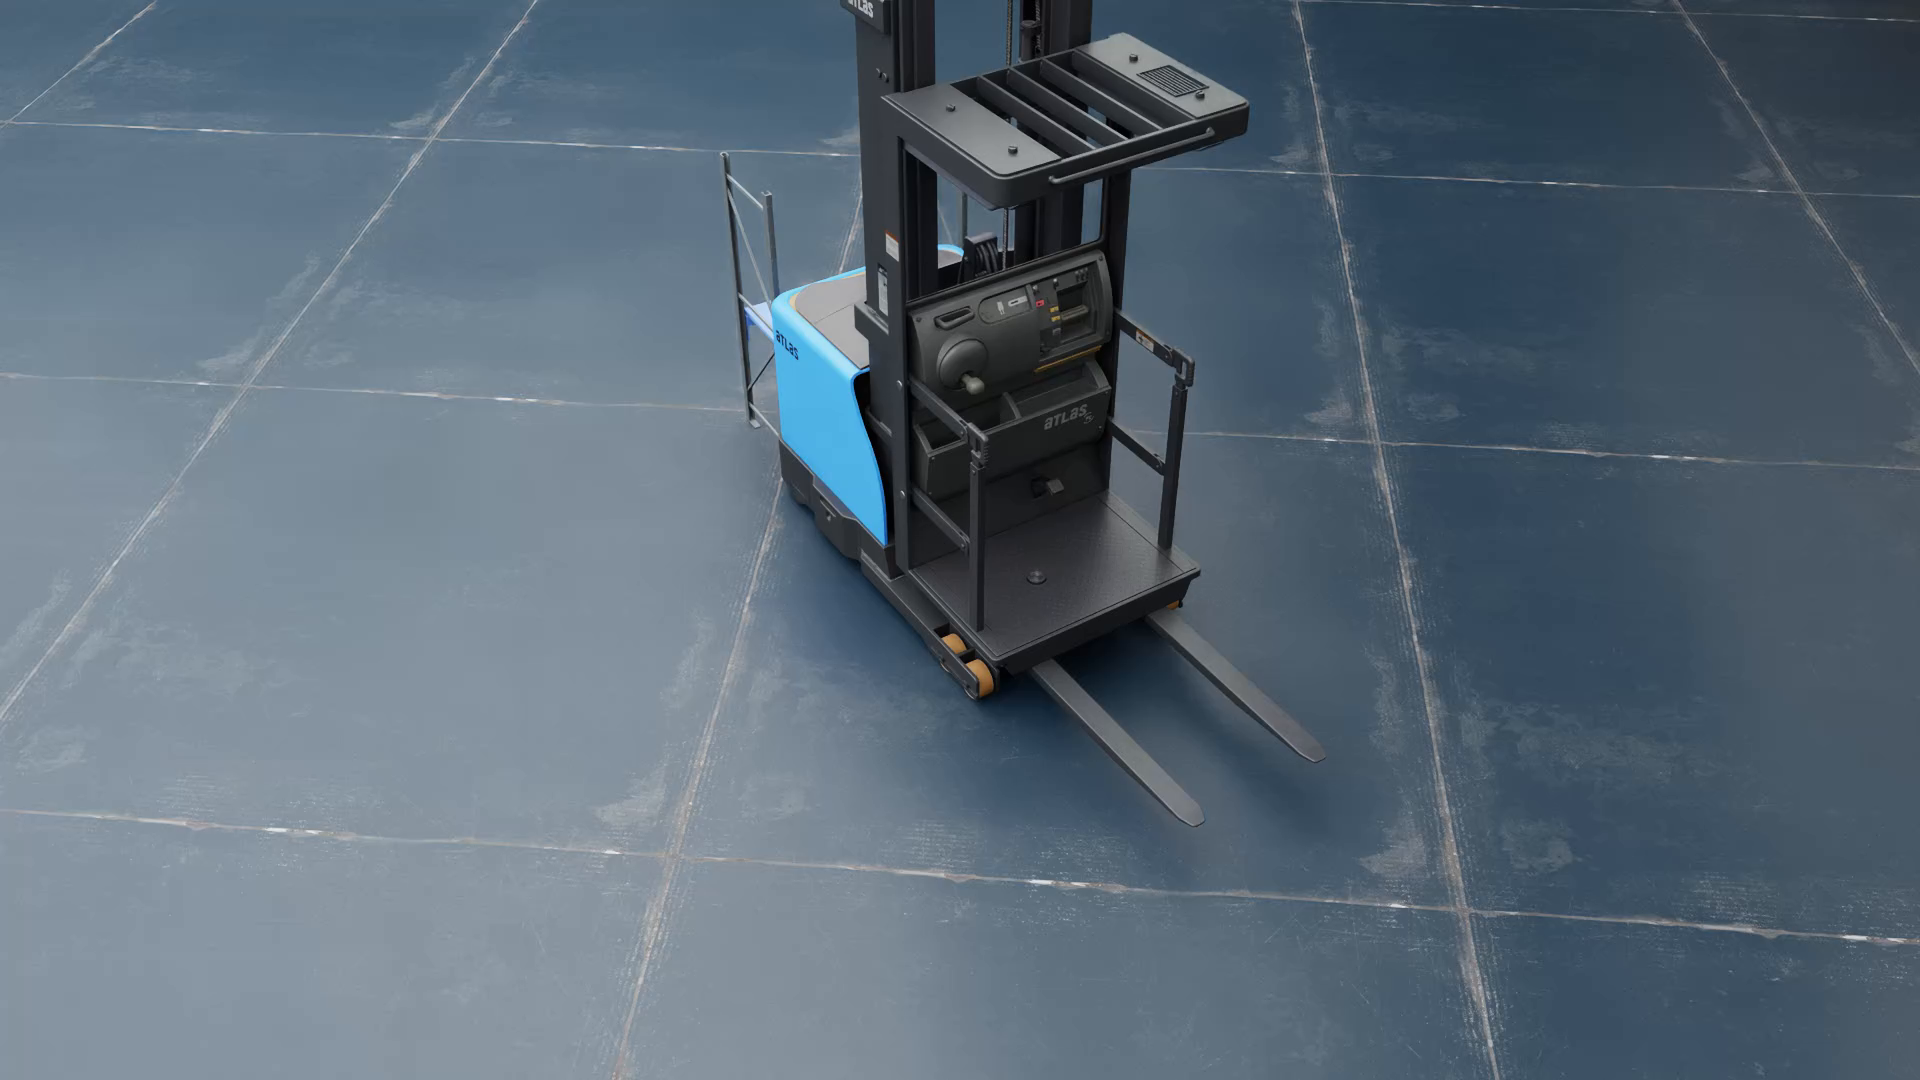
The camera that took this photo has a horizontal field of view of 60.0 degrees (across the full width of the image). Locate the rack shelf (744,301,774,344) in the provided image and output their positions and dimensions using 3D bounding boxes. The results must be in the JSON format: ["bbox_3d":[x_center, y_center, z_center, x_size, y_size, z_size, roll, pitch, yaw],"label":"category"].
[{"bbox_3d":[-0.542,-1.115,8.384,1.000,0.185,0.538,-21,43,-23],"label":"rack shelf"}]

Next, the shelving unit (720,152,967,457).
[{"bbox_3d":[-0.543,-1.255,8.271,1.048,1.500,0.538,-21,43,-23],"label":"shelving unit"}]

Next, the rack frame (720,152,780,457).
[{"bbox_3d":[-0.980,-1.091,8.070,0.032,1.500,0.500,-21,43,-23],"label":"rack frame"}]

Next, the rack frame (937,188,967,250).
[{"bbox_3d":[-0.106,-1.419,8.473,0.032,1.500,0.500,-21,43,-23],"label":"rack frame"}]

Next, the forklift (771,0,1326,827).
[{"bbox_3d":[0.340,-0.803,6.586,1.130,2.935,3.031,-22,44,-25],"label":"forklift"}]
